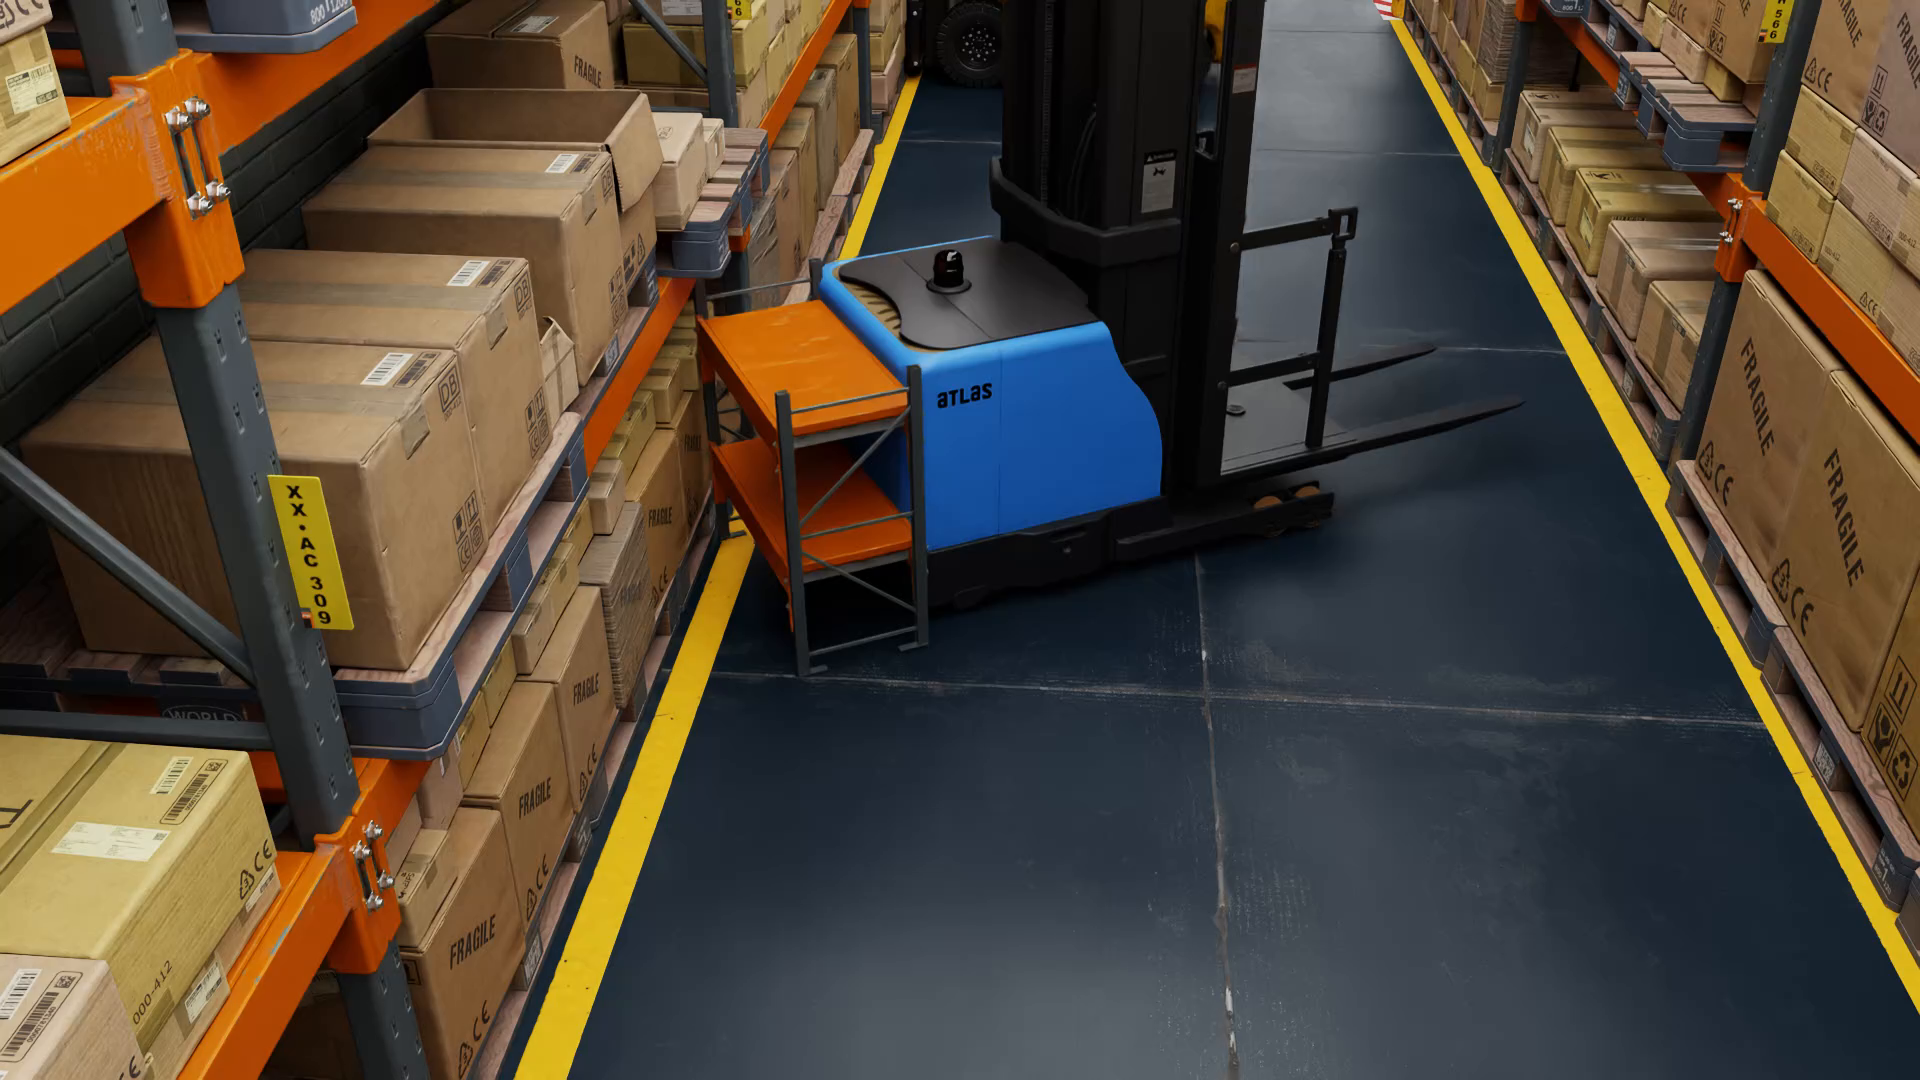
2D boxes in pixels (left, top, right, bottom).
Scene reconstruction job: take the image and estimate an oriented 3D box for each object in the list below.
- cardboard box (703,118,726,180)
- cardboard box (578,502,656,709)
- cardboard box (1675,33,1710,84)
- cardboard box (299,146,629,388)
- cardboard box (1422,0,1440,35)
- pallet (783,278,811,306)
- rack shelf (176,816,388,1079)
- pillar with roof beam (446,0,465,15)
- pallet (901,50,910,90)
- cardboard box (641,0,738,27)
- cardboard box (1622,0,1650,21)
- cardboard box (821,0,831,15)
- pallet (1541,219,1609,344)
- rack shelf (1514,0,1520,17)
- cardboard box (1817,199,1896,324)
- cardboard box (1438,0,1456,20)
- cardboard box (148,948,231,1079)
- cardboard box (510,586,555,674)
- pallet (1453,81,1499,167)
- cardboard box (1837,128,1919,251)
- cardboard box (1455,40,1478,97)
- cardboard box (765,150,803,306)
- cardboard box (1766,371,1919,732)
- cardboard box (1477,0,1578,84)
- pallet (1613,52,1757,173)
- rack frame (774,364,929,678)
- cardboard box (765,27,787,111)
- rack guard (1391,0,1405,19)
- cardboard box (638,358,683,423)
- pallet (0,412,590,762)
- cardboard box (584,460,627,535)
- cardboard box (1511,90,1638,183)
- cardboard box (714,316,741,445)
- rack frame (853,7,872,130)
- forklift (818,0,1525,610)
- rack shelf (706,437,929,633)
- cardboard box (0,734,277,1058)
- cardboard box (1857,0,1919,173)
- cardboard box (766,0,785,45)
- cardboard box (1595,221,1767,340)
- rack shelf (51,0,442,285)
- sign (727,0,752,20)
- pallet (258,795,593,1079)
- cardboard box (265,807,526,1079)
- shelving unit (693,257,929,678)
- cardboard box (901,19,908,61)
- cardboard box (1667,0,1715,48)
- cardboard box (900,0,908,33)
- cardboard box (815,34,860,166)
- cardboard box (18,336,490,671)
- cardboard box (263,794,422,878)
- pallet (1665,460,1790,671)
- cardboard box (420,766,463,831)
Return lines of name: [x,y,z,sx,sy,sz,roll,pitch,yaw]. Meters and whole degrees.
cardboard box: [-1.068,-1.428,6.047,0.380,0.149,0.250,3,32,5]
cardboard box: [-1.332,0.207,5.537,0.500,0.500,0.500,1,32,2]
cardboard box: [3.268,-2.036,7.034,0.380,0.149,0.250,2,32,4]
cardboard box: [-1.355,-0.770,4.645,0.700,0.500,0.500,2,32,4]
cardboard box: [3.811,-4.021,12.636,0.500,0.250,0.500,4,32,6]
pallet: [-1.291,-0.957,8.102,1.003,0.211,1.213,2,32,4]
rack shelf: [-1.886,1.728,1.773,1.077,0.370,4.000,2,32,4]
pillar with roof beam: [2.101,-4.806,5.971,9.100,9.000,0.400,2,32,4]
pallet: [-0.868,-3.674,12.510,1.003,0.211,1.213,2,32,4]
cardboard box: [-1.078,-2.189,6.729,0.380,0.149,0.250,3,32,5]
cardboard box: [3.390,-2.573,7.905,0.380,0.149,0.250,1,32,2]
cardboard box: [-0.958,-2.947,8.816,0.500,0.250,0.500,3,32,4]
pallet: [3.717,-1.363,8.761,1.003,0.211,1.213,2,32,4]
rack shelf: [4.039,-4.337,11.614,1.077,0.370,4.000,2,32,4]
cardboard box: [3.235,-0.927,5.539,0.500,0.250,0.500,2,32,3]
cardboard box: [3.772,-4.058,11.982,0.500,0.500,0.500,3,32,5]
cardboard box: [-1.497,0.797,2.836,0.380,0.149,0.250,3,32,5]
cardboard box: [-1.407,0.253,4.844,0.380,0.149,0.250,2,32,4]
pallet: [3.895,-2.763,11.032,1.003,0.211,1.213,2,32,4]
cardboard box: [3.220,-1.130,5.391,0.500,0.250,0.500,3,32,5]
cardboard box: [3.689,-3.205,11.312,0.500,0.250,0.500,2,32,3]
cardboard box: [-1.288,-1.551,8.271,0.875,0.625,0.625,3,32,6]
cardboard box: [3.334,0.044,5.445,0.875,0.875,0.875,3,32,5]
cardboard box: [3.657,-3.246,10.663,0.500,0.500,0.500,2,32,3]
pallet: [3.502,-1.801,6.997,1.213,0.211,1.003,2,32,4]
rack frame: [-0.357,-0.047,5.732,0.500,1.125,0.032,-13,34,-19]
cardboard box: [-1.072,-2.136,7.500,0.500,0.250,0.500,2,32,3]
rack guard: [4.195,-4.585,13.713,1.175,0.500,0.348,2,32,4]
cardboard box: [-1.242,-0.558,6.160,0.380,0.149,0.250,1,32,2]
pallet: [-1.549,0.044,4.002,1.003,0.211,1.213,2,32,4]
cardboard box: [-1.321,-0.145,5.491,0.380,0.149,0.250,1,32,2]
cardboard box: [3.836,-2.383,9.862,0.950,0.372,0.625,3,32,5]
cardboard box: [-1.217,-0.600,6.847,0.500,0.500,0.500,3,32,5]
rack frame: [-1.072,-3.807,10.069,1.000,3.000,0.127,2,32,4]
forklift: [0.972,-1.495,6.383,3.031,2.935,1.130,-14,34,-21]
rack shelf: [-0.552,-0.084,6.260,0.538,0.278,1.000,-13,34,-19]
cardboard box: [-1.521,0.590,2.793,0.500,0.250,0.500,3,32,5]
cardboard box: [3.236,-1.467,5.223,0.500,0.500,0.500,3,32,4]
cardboard box: [-1.076,-2.348,7.368,0.500,0.250,0.500,3,32,6]
cardboard box: [3.658,-1.247,8.019,0.950,0.372,0.625,2,32,3]
rack shelf: [-1.560,-1.641,4.380,1.077,0.370,4.000,2,32,4]
sign: [-0.856,-2.157,6.362,0.100,0.325,0.005,2,32,4]
pallet: [-1.694,1.136,4.705,1.003,0.211,1.213,2,32,4]
cardboard box: [-1.459,1.018,4.222,0.500,0.500,0.500,4,32,6]
shelving unit: [-0.555,-0.292,6.131,0.538,1.125,1.048,-13,34,-19]
cardboard box: [-0.650,-3.590,11.937,0.500,0.250,0.500,3,32,5]
cardboard box: [3.341,-2.374,6.964,0.500,0.500,0.500,2,32,3]
cardboard box: [-0.633,-3.794,11.791,0.500,0.250,0.500,2,32,4]
cardboard box: [-1.103,-2.702,10.138,0.875,0.625,0.625,4,32,6]
cardboard box: [-1.461,-0.089,3.540,0.700,0.500,0.500,3,32,5]
cardboard box: [-1.489,0.680,3.869,0.380,0.149,0.250,2,32,3]
pallet: [3.411,0.090,6.402,1.003,0.211,1.213,2,32,4]
cardboard box: [-1.483,0.661,4.183,0.380,0.149,0.250,2,32,3]
